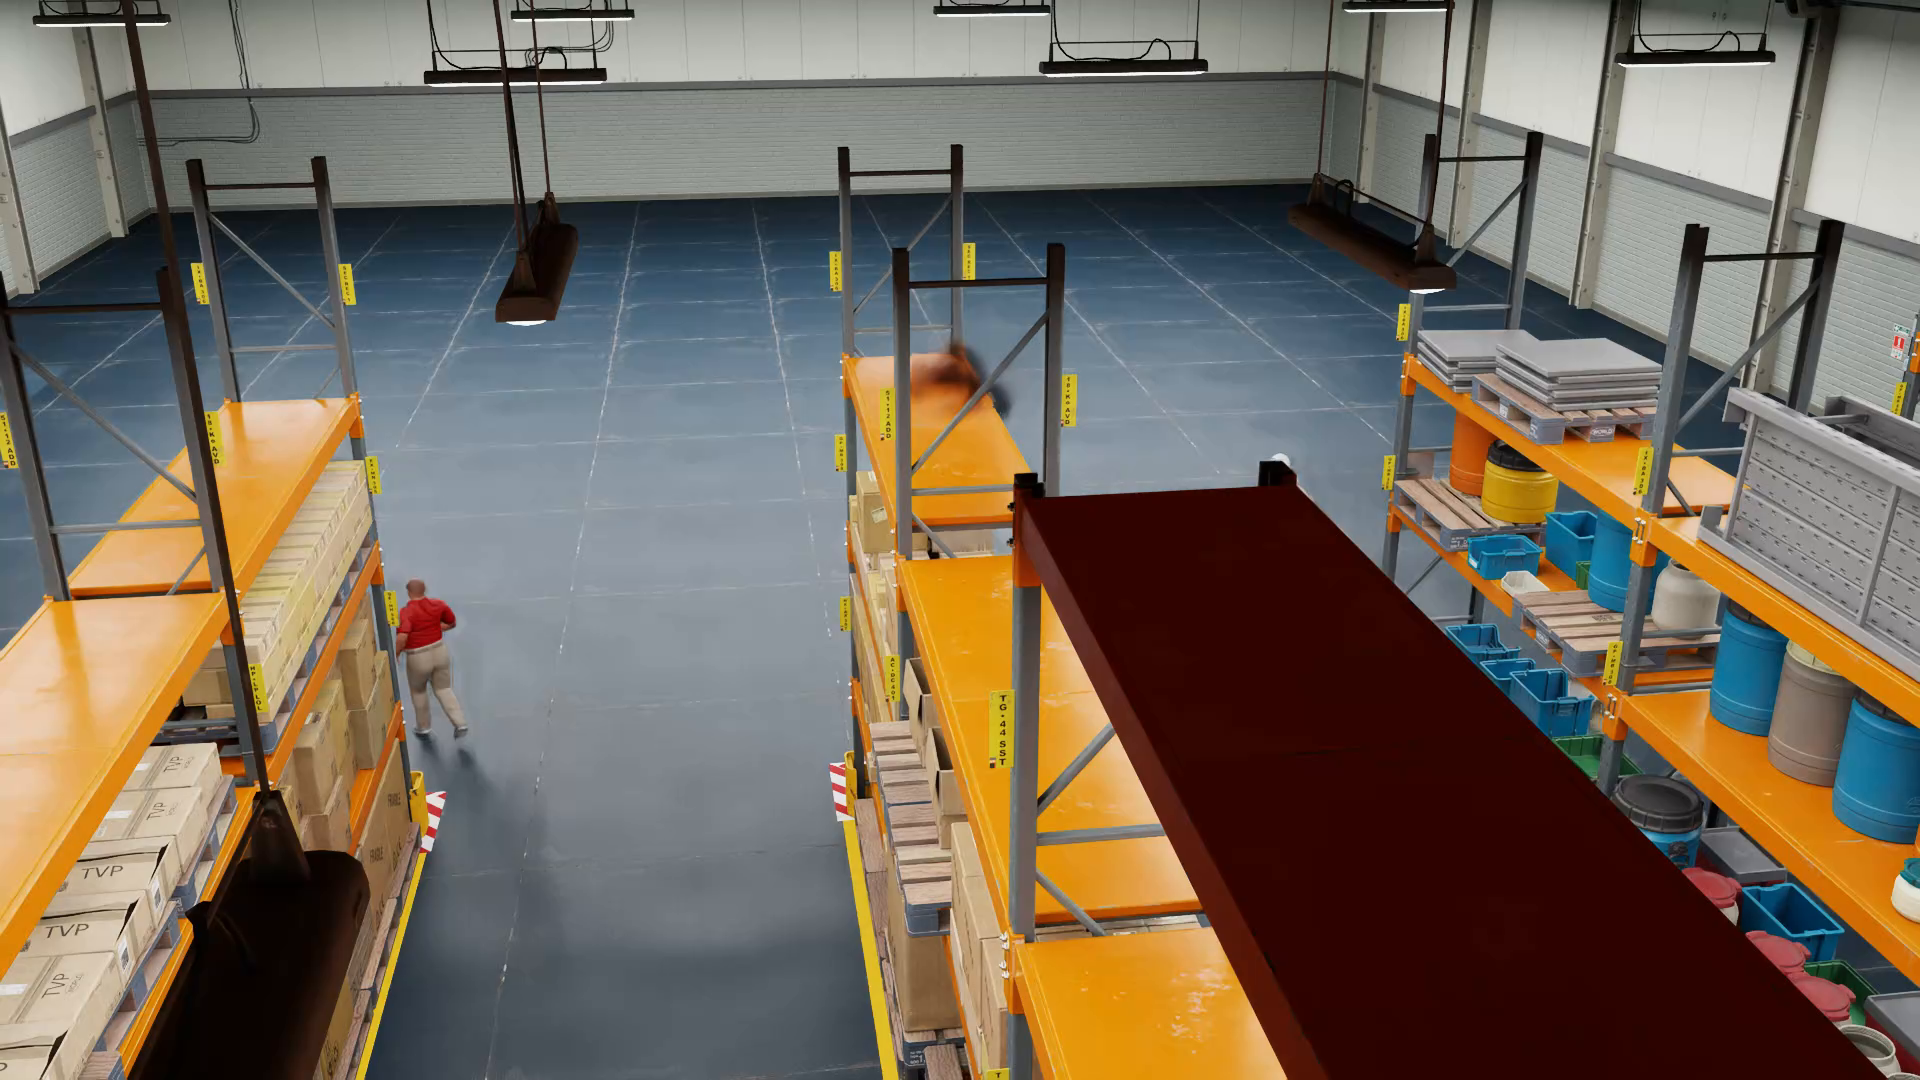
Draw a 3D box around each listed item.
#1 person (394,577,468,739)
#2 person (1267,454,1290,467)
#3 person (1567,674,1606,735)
[{"bbox_3d":[-5.213,1.194,16.296,0.685,1.747,0.870,-18,28,-39],"label":"person"},{"bbox_3d":[3.719,-0.202,19.554,0.993,1.707,0.682,6,22,15],"label":"person"},{"bbox_3d":[5.933,1.353,15.711,0.720,1.756,1.030,-9,23,-21],"label":"person"}]
